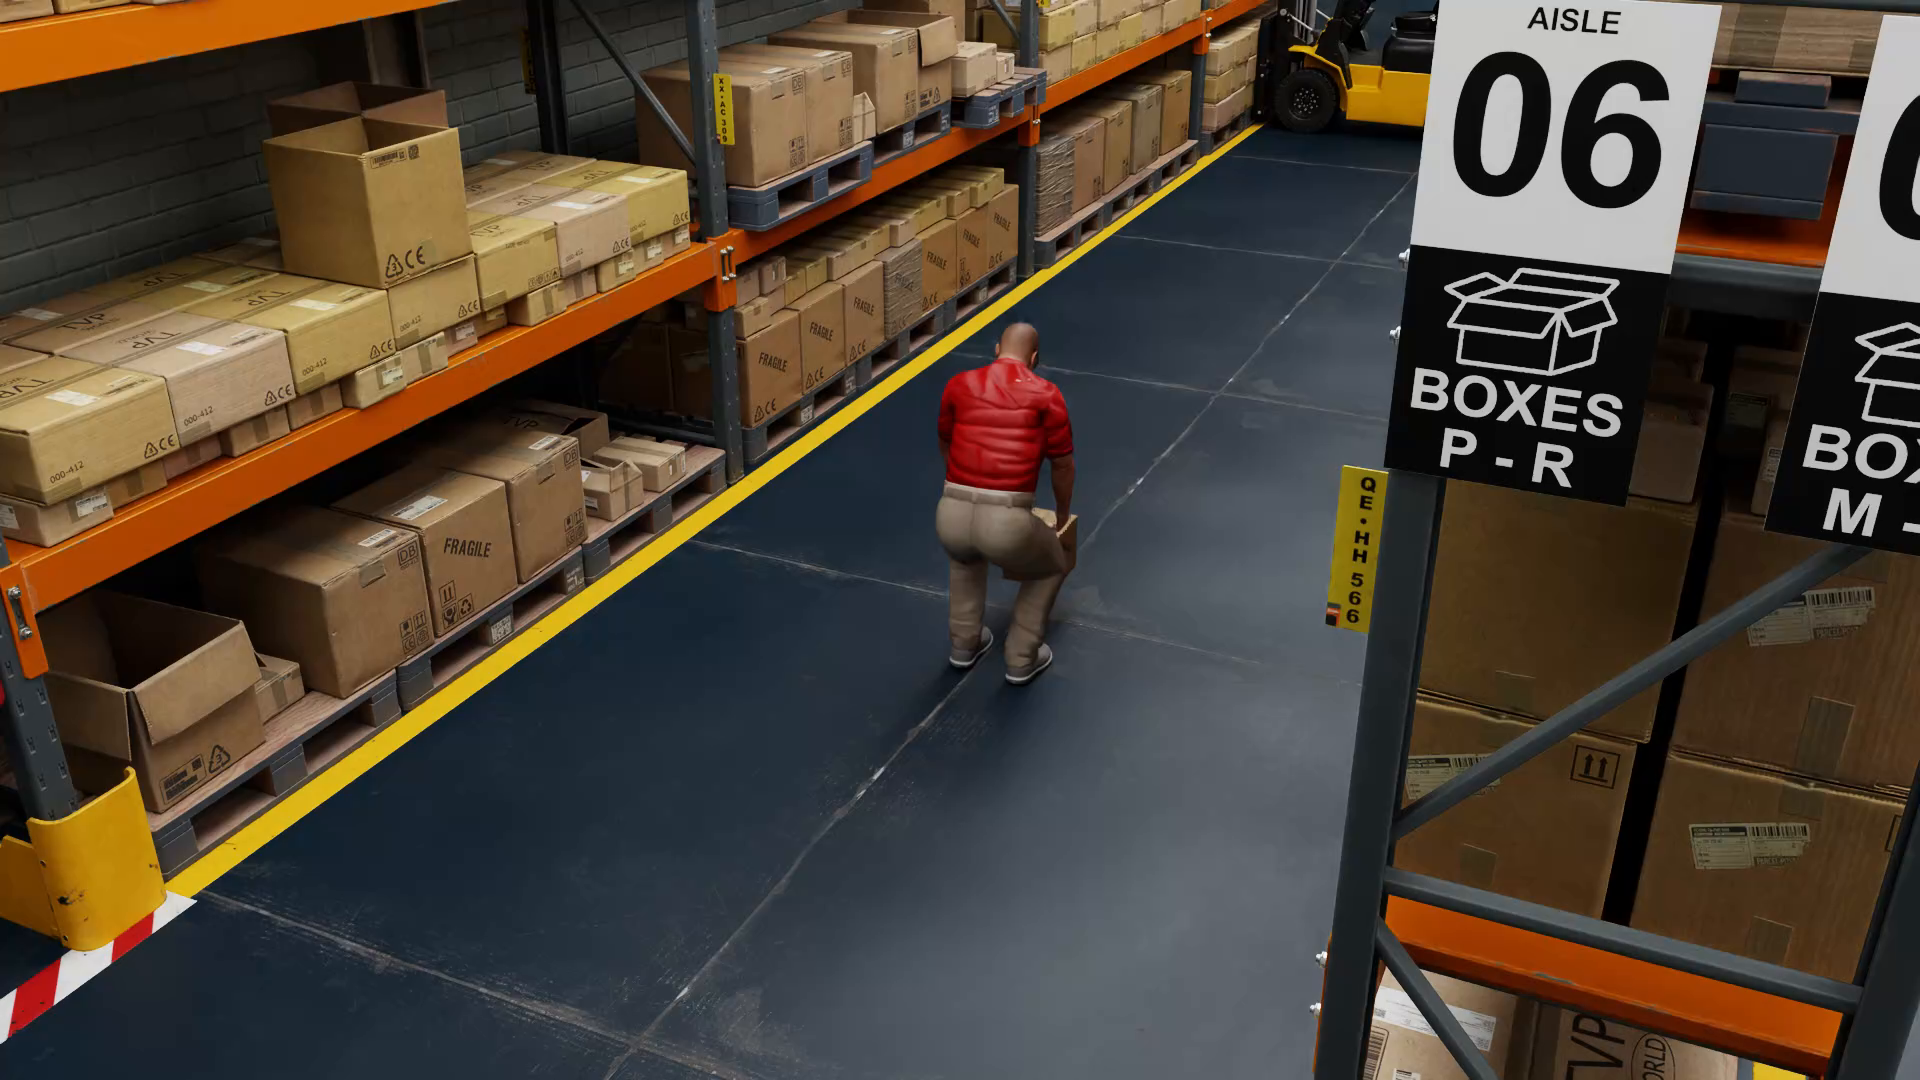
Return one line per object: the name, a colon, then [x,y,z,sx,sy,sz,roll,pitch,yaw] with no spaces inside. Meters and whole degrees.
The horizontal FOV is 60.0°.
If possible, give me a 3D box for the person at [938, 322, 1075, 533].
person: [0.163,-0.382,6.712,0.590,0.904,0.613,11,28,22]
